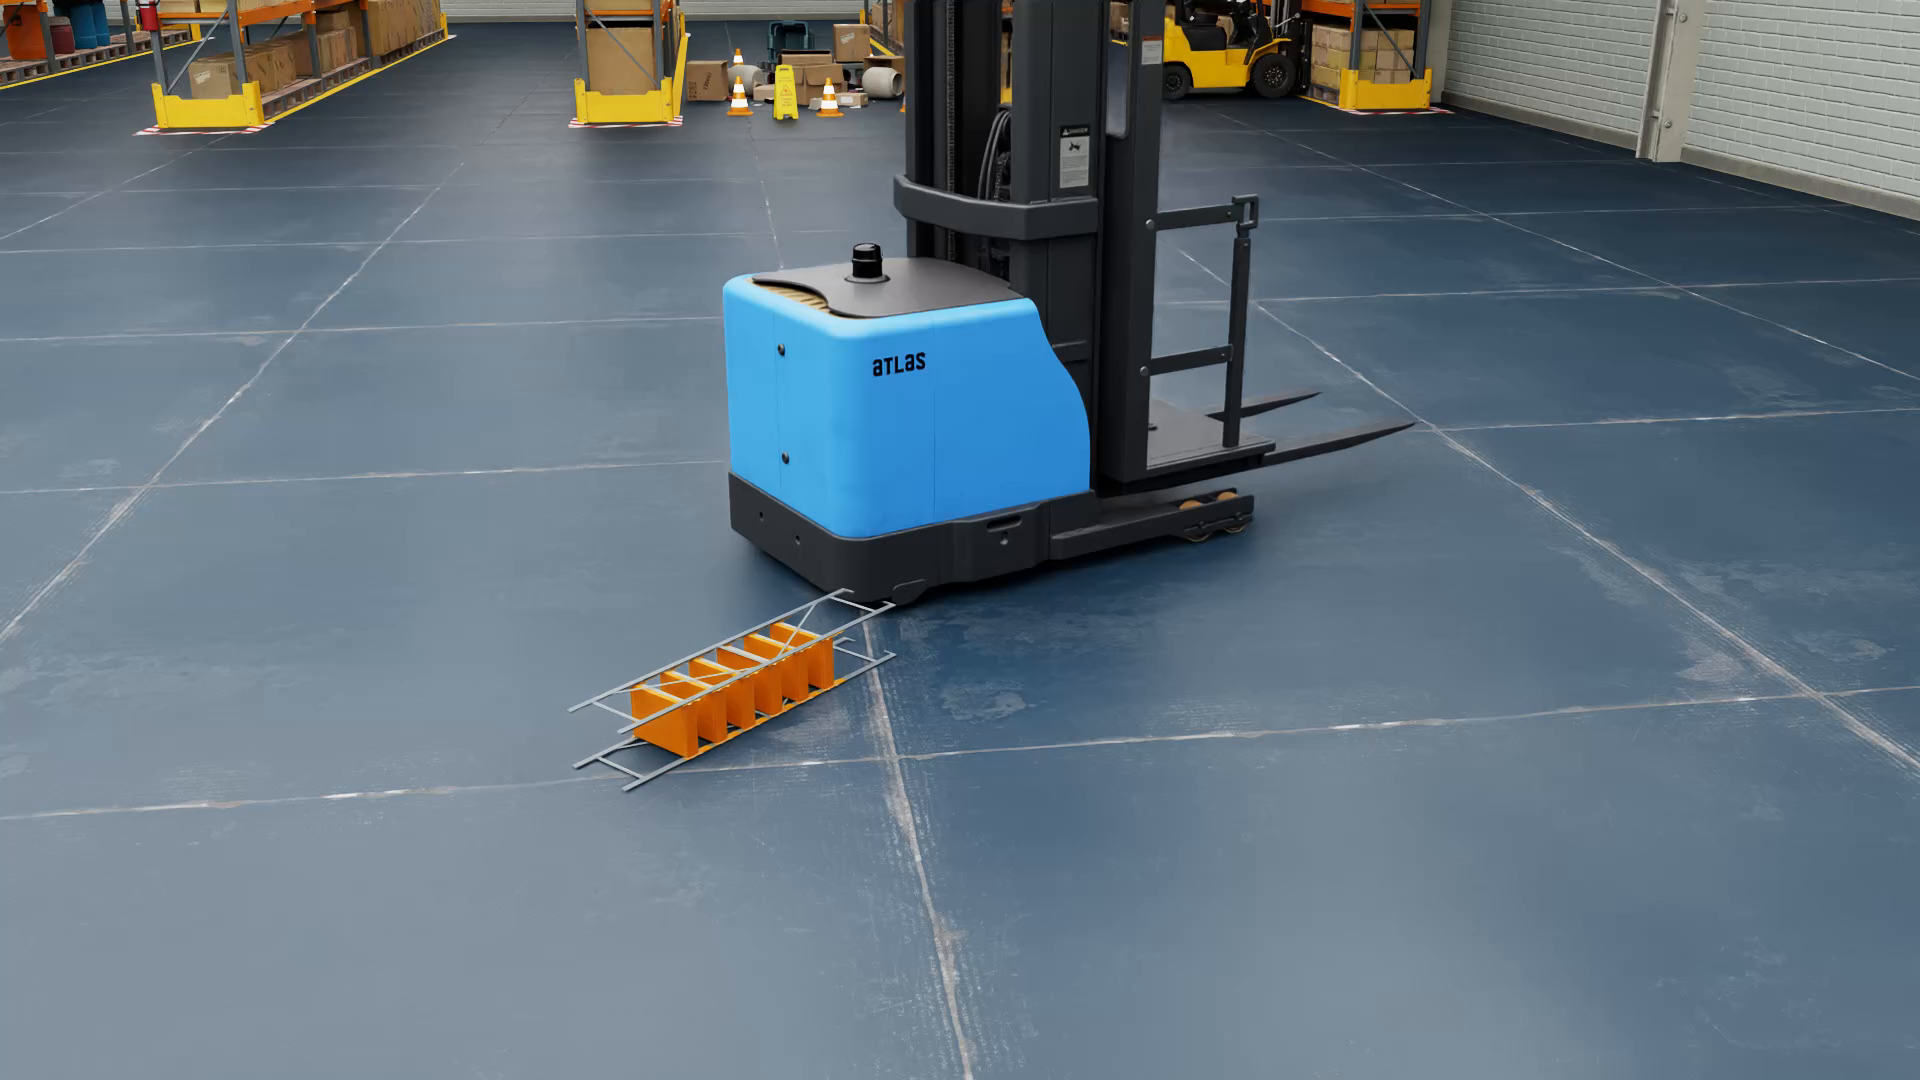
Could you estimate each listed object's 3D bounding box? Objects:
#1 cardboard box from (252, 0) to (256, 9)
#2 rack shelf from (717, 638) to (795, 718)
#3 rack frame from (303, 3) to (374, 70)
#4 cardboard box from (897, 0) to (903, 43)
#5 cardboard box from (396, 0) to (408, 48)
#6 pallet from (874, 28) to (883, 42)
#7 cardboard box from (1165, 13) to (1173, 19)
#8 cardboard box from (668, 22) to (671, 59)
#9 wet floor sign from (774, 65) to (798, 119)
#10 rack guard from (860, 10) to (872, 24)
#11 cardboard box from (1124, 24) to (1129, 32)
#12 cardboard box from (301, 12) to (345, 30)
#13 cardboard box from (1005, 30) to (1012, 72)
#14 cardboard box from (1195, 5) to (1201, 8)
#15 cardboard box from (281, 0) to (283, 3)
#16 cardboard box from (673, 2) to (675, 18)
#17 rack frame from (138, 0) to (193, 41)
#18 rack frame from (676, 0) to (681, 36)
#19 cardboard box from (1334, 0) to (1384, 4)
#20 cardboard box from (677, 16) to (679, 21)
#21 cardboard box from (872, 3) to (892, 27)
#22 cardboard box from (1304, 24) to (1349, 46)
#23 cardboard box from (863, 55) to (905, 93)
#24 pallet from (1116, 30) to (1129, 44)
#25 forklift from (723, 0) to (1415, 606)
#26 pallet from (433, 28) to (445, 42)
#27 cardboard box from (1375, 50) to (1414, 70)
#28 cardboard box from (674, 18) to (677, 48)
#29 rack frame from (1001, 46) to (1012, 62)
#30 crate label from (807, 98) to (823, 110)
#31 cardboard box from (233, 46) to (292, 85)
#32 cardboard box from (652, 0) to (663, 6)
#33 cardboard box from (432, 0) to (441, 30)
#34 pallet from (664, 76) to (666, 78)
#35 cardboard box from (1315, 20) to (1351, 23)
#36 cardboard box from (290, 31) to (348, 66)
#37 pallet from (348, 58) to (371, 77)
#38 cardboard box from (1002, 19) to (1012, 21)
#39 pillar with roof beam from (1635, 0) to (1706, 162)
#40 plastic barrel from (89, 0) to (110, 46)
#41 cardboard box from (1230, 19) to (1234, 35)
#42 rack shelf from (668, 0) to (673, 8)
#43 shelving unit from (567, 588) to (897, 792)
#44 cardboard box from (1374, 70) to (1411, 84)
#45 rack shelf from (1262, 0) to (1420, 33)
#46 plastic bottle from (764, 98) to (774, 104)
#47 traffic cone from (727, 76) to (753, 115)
[{"bbox_3d":[-8.981,-6.672,20.652,0.380,0.149,0.250,-3,21,-8],"label":"cardboard box"},{"bbox_3d":[-0.653,0.432,5.282,0.258,0.180,0.103,15,25,36],"label":"rack shelf"},{"bbox_3d":[-10.234,-9.189,27.031,1.000,3.000,0.127,-3,21,-8],"label":"rack frame"},{"bbox_3d":[-0.697,-9.752,30.975,0.875,0.875,0.875,-2,21,-6],"label":"cardboard box"},{"bbox_3d":[-10.569,-9.245,29.618,1.225,0.875,0.875,-4,21,-10],"label":"cardboard box"},{"bbox_3d":[-1.215,-10.457,34.414,1.003,0.211,1.213,-3,21,-8],"label":"pallet"},{"bbox_3d":[4.070,-9.456,30.720,0.500,0.500,0.500,-2,21,-5],"label":"cardboard box"},{"bbox_3d":[-5.183,-8.029,26.540,1.050,0.750,0.750,-3,21,-7],"label":"cardboard box"},{"bbox_3d":[-2.194,-5.621,20.843,0.267,0.644,0.232,-7,21,-17],"label":"wet floor sign"},{"bbox_3d":[-1.584,-11.296,36.245,1.175,0.500,0.348,-3,21,-8],"label":"rack guard"},{"bbox_3d":[3.536,-10.364,33.653,0.380,0.149,0.250,-4,21,-9],"label":"cardboard box"},{"bbox_3d":[-10.021,-8.161,26.152,0.500,0.250,0.500,-1,20,-2],"label":"cardboard box"},{"bbox_3d":[0.879,-6.480,22.036,0.500,0.500,0.500,-4,21,-10],"label":"cardboard box"},{"bbox_3d":[4.557,-9.828,30.788,0.380,0.149,0.250,-3,21,-9],"label":"cardboard box"},{"bbox_3d":[-9.204,-7.191,22.041,0.380,0.149,0.250,-3,21,-8],"label":"cardboard box"},{"bbox_3d":[-5.303,-9.379,29.442,0.500,0.250,0.500,-3,21,-7],"label":"cardboard box"},{"bbox_3d":[-16.288,-11.709,33.778,1.000,3.000,0.127,-3,21,-8],"label":"rack frame"},{"bbox_3d":[-6.464,-12.174,35.023,1.000,3.000,0.127,-3,21,-8],"label":"rack frame"},{"bbox_3d":[5.306,-7.374,22.030,0.500,0.500,0.500,-3,21,-9],"label":"cardboard box"},{"bbox_3d":[-5.856,-10.464,33.494,0.380,0.149,0.250,-3,21,-7],"label":"cardboard box"},{"bbox_3d":[-1.386,-11.231,35.561,0.875,0.438,0.875,-4,21,-10],"label":"cardboard box"},{"bbox_3d":[5.100,-7.042,23.183,0.500,0.250,0.500,-3,21,-7],"label":"cardboard box"},{"bbox_3d":[-1.043,-6.694,23.921,0.500,0.500,0.500,12,24,29],"label":"cardboard box"},{"bbox_3d":[3.809,-10.256,33.875,1.003,0.211,1.213,-3,21,-8],"label":"pallet"},{"bbox_3d":[0.600,-1.507,6.562,3.031,2.935,1.130,-13,24,-30],"label":"forklift"},{"bbox_3d":[-11.194,-10.379,34.204,1.003,0.211,1.213,-3,21,-8],"label":"pallet"},{"bbox_3d":[5.775,-6.486,22.411,0.500,0.250,0.500,-3,21,-7],"label":"cardboard box"},{"bbox_3d":[-5.237,-8.861,29.126,0.500,0.500,0.500,-3,21,-7],"label":"cardboard box"},{"bbox_3d":[0.726,-6.918,20.953,1.000,3.000,0.127,-3,21,-8],"label":"rack frame"},{"bbox_3d":[-1.837,-5.757,21.933,0.250,0.136,0.298,-15,25,-35],"label":"crate label"},{"bbox_3d":[-9.549,-6.491,22.780,0.500,0.500,0.500,4,21,9],"label":"cardboard box"},{"bbox_3d":[-4.314,-7.220,21.545,0.875,0.550,0.550,-3,21,-8],"label":"cardboard box"},{"bbox_3d":[-11.216,-10.942,34.162,0.875,0.875,0.875,-3,21,-8],"label":"cardboard box"},{"bbox_3d":[-4.702,-6.445,23.671,1.003,0.211,1.213,-3,21,-8],"label":"pallet"},{"bbox_3d":[5.470,-7.421,24.199,0.500,0.250,0.500,-3,21,-7],"label":"cardboard box"},{"bbox_3d":[-9.936,-7.605,25.735,0.700,0.500,0.500,-1,21,-3],"label":"cardboard box"},{"bbox_3d":[-10.123,-7.612,26.794,1.003,0.211,1.213,-3,21,-8],"label":"pallet"},{"bbox_3d":[0.500,-7.372,24.425,0.500,0.500,0.500,-3,21,-9],"label":"cardboard box"},{"bbox_3d":[3.034,-7.973,15.201,9.100,9.000,0.400,-3,21,-8],"label":"pillar with roof beam"},{"bbox_3d":[-15.650,-9.348,29.857,0.600,0.901,0.708,-3,21,-8],"label":"plastic barrel"},{"bbox_3d":[4.870,-8.088,26.879,0.875,0.625,0.625,-3,21,-8],"label":"cardboard box"},{"bbox_3d":[-5.023,-8.374,25.879,1.077,0.370,4.000,-3,21,-8],"label":"rack shelf"},{"bbox_3d":[-0.681,0.444,5.250,0.258,0.189,1.200,15,25,36],"label":"shelving unit"},{"bbox_3d":[5.760,-6.259,22.516,0.500,0.250,0.500,-3,21,-8],"label":"cardboard box"},{"bbox_3d":[5.349,-7.526,23.606,1.077,0.370,4.000,-3,21,-8],"label":"rack shelf"},{"bbox_3d":[-2.580,-5.986,22.656,0.133,0.061,0.283,-11,23,-26],"label":"plastic bottle"},{"bbox_3d":[-2.829,-5.701,21.319,0.336,0.463,0.334,-3,21,-8],"label":"traffic cone"}]
